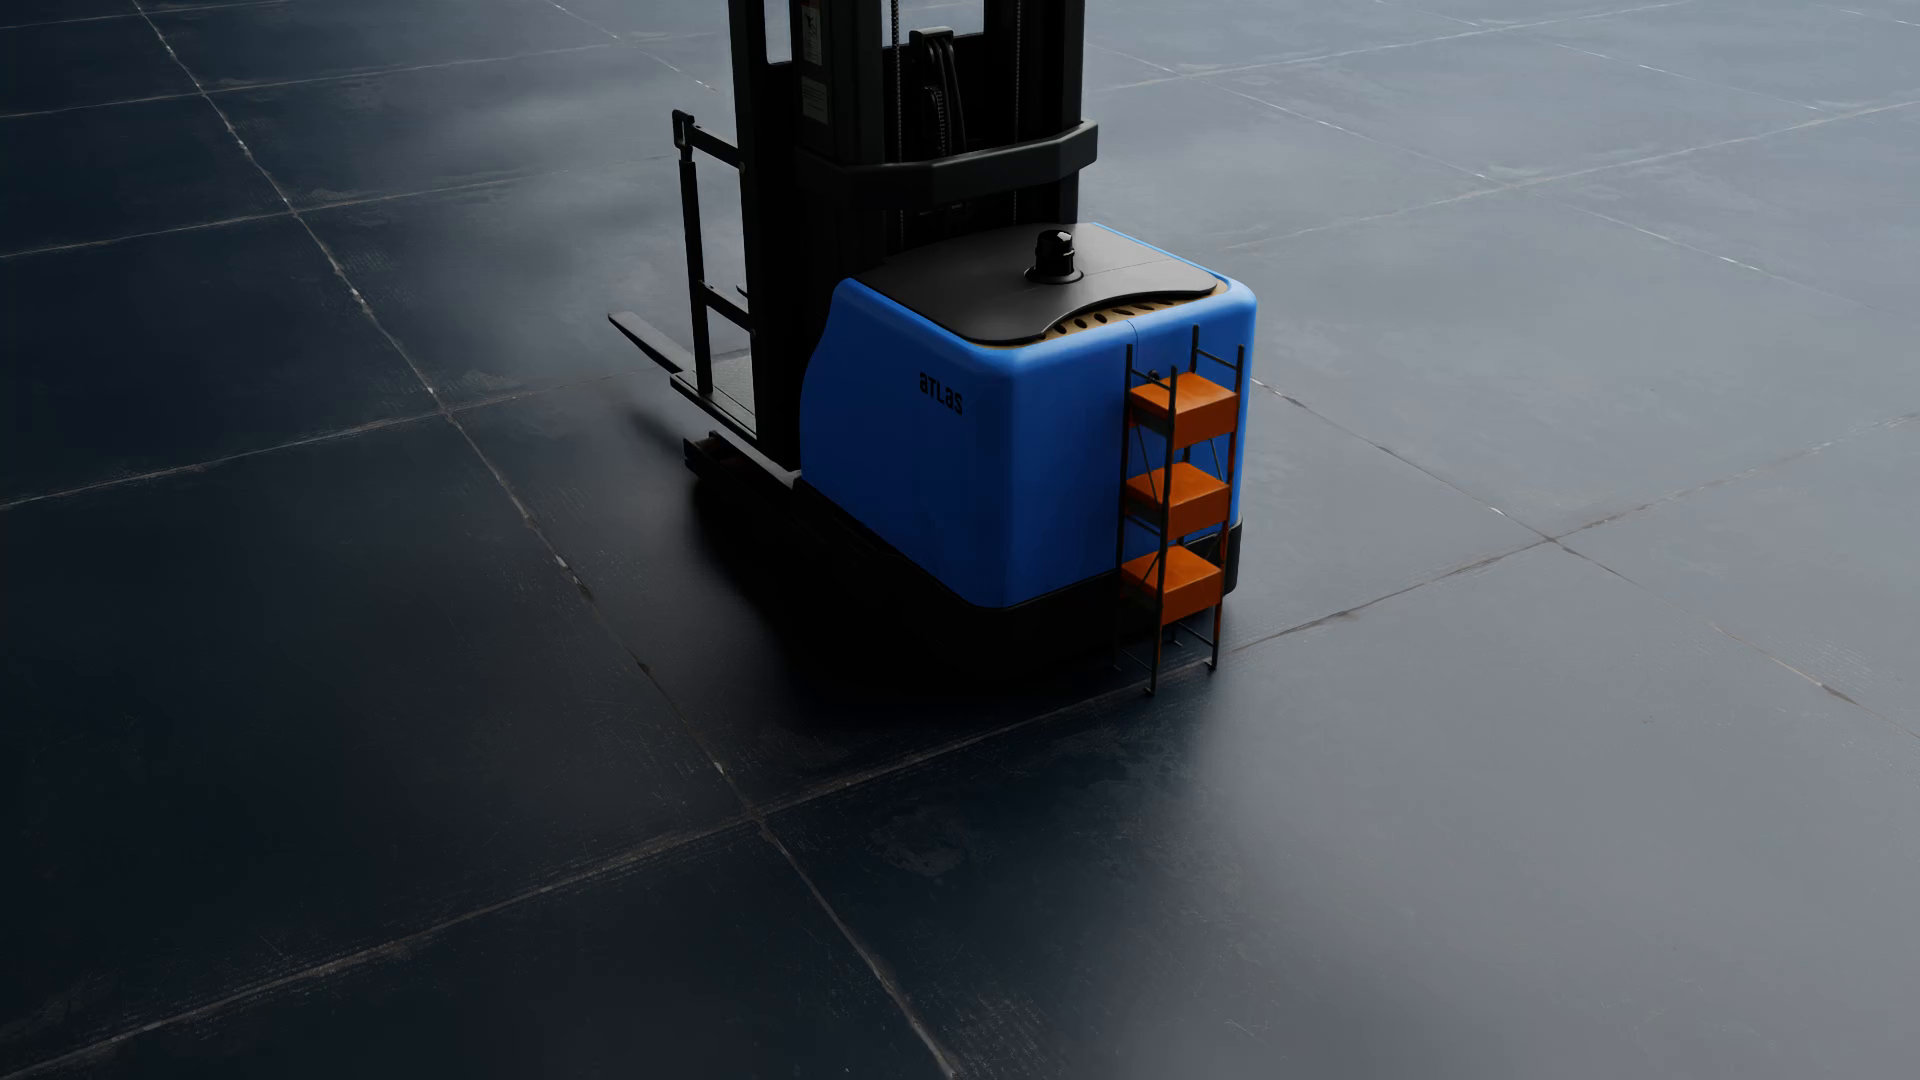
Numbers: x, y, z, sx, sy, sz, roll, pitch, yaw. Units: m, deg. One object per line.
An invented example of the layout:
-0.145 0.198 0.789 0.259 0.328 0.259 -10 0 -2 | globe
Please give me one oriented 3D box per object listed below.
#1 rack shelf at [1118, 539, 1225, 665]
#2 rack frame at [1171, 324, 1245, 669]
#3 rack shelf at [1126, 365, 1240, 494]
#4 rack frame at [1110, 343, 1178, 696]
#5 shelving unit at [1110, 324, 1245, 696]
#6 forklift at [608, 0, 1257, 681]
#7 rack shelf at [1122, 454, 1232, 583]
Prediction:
0.618 0.179 4.935 0.240 0.259 0.215 -19 34 -30 | rack shelf
0.717 -0.108 4.858 0.008 1.050 0.200 -19 34 -30 | rack frame
0.617 -0.313 4.665 0.240 0.259 0.215 -19 34 -30 | rack shelf
0.518 -0.040 4.735 0.008 1.050 0.200 -19 34 -30 | rack frame
0.618 -0.074 4.796 0.252 1.050 0.215 -19 34 -30 | shelving unit
-0.357 -1.534 5.497 1.130 2.935 3.031 -18 34 -30 | forklift
0.618 -0.064 4.801 0.240 0.259 0.215 -19 34 -30 | rack shelf
